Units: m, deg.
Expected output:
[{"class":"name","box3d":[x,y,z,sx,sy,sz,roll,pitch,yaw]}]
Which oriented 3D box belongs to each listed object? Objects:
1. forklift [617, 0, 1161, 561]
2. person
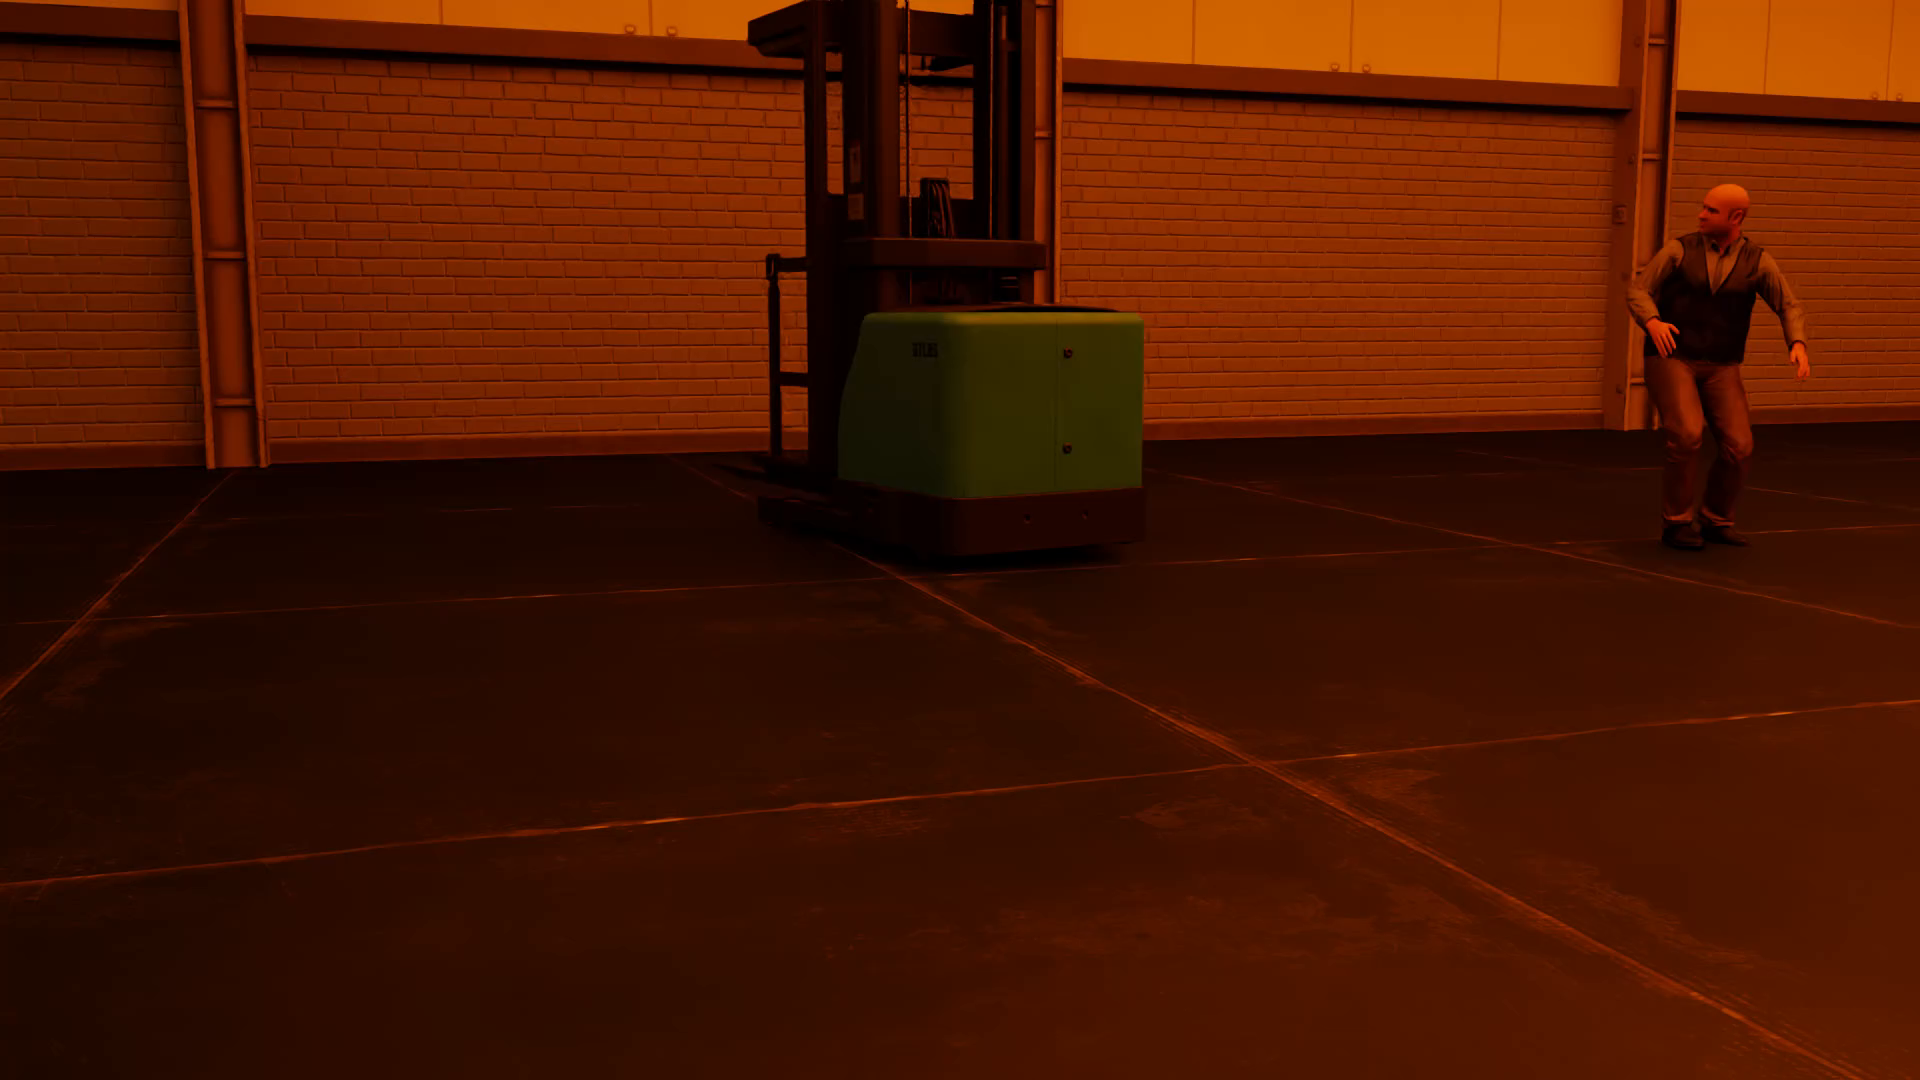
[{"class":"forklift","box3d":[-0.511,-1.504,8.108,3.031,2.935,1.130,7,10,41]},{"class":"person","box3d":[3.527,-0.814,7.659,0.726,1.695,0.512,1,8,9]}]
